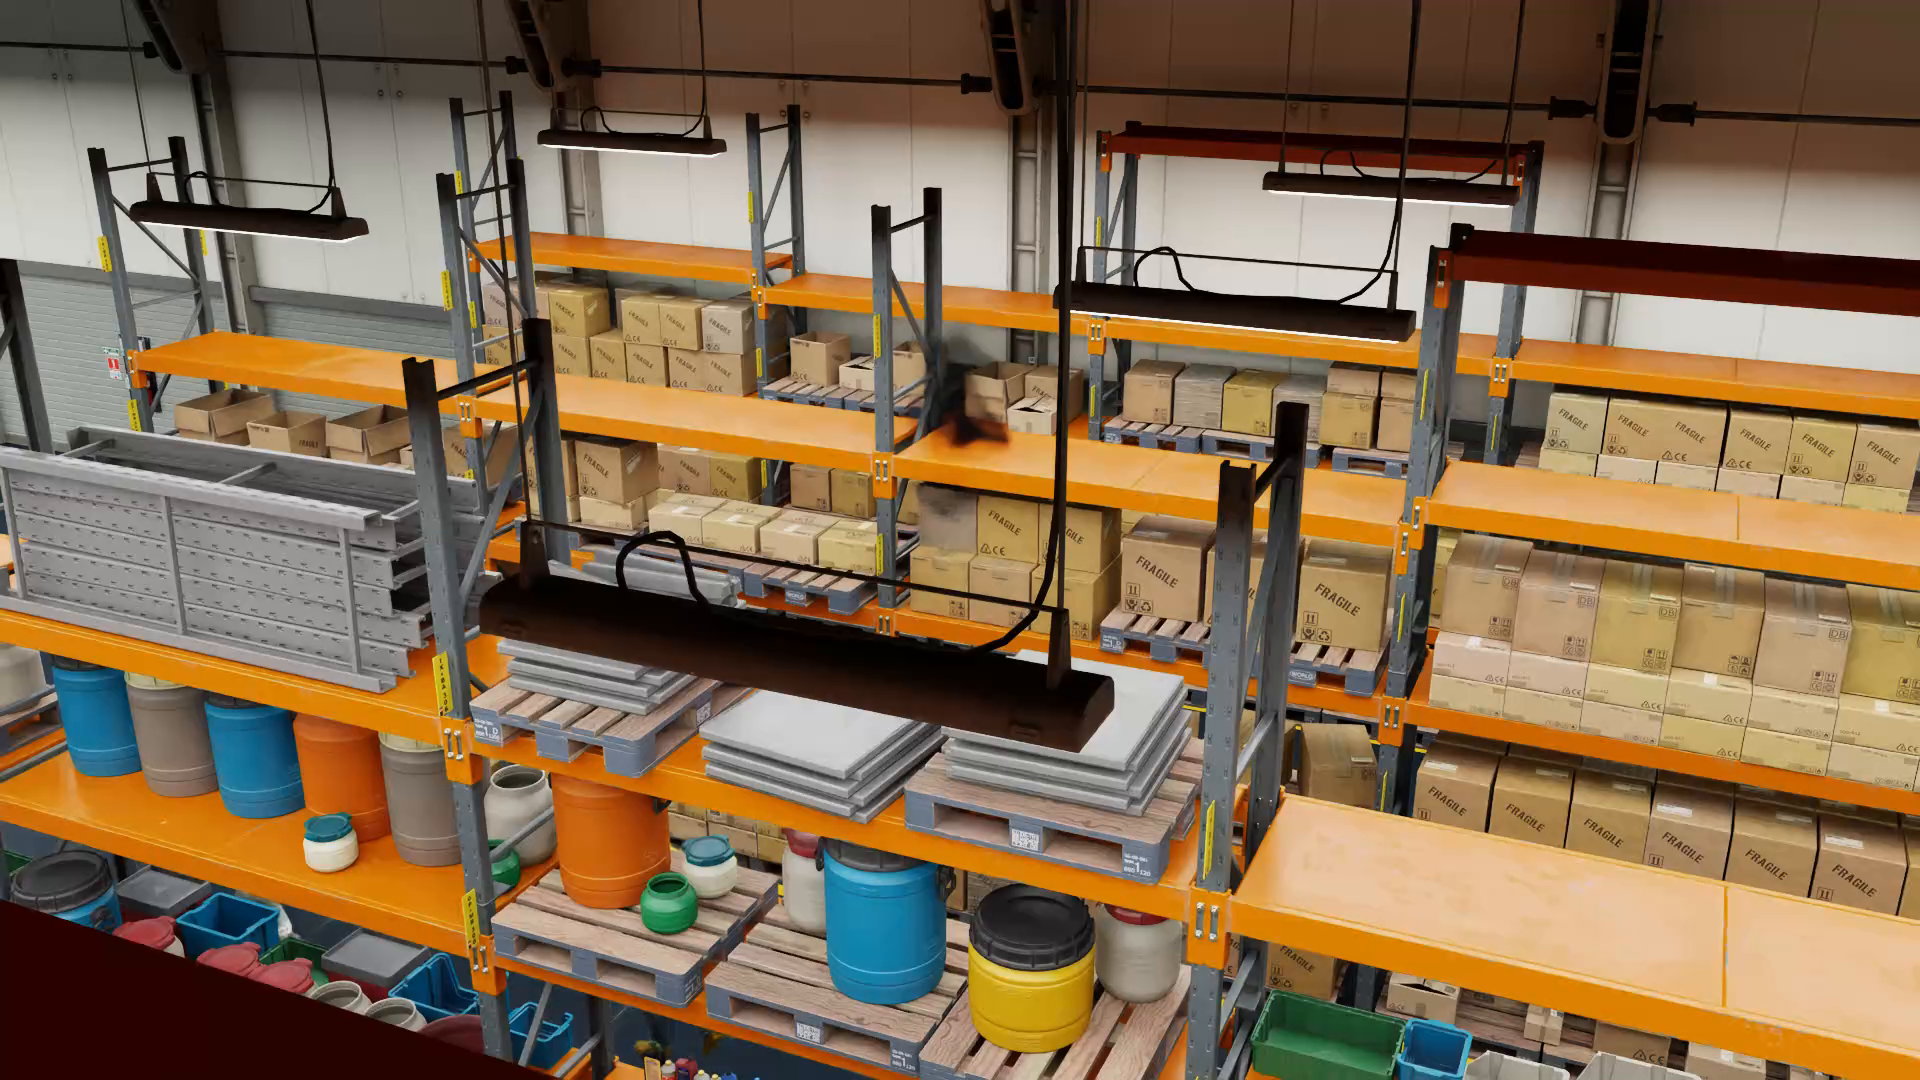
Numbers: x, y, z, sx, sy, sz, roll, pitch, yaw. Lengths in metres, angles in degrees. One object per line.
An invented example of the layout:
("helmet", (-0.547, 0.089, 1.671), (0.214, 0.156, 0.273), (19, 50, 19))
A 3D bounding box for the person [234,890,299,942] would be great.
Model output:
("person", (-5.521, 2.620, 13.234), (0.609, 1.744, 0.701), (8, 22, 21))

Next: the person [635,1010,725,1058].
("person", (-2.050, 2.919, 11.629), (0.696, 1.759, 0.705), (10, 23, 26))
